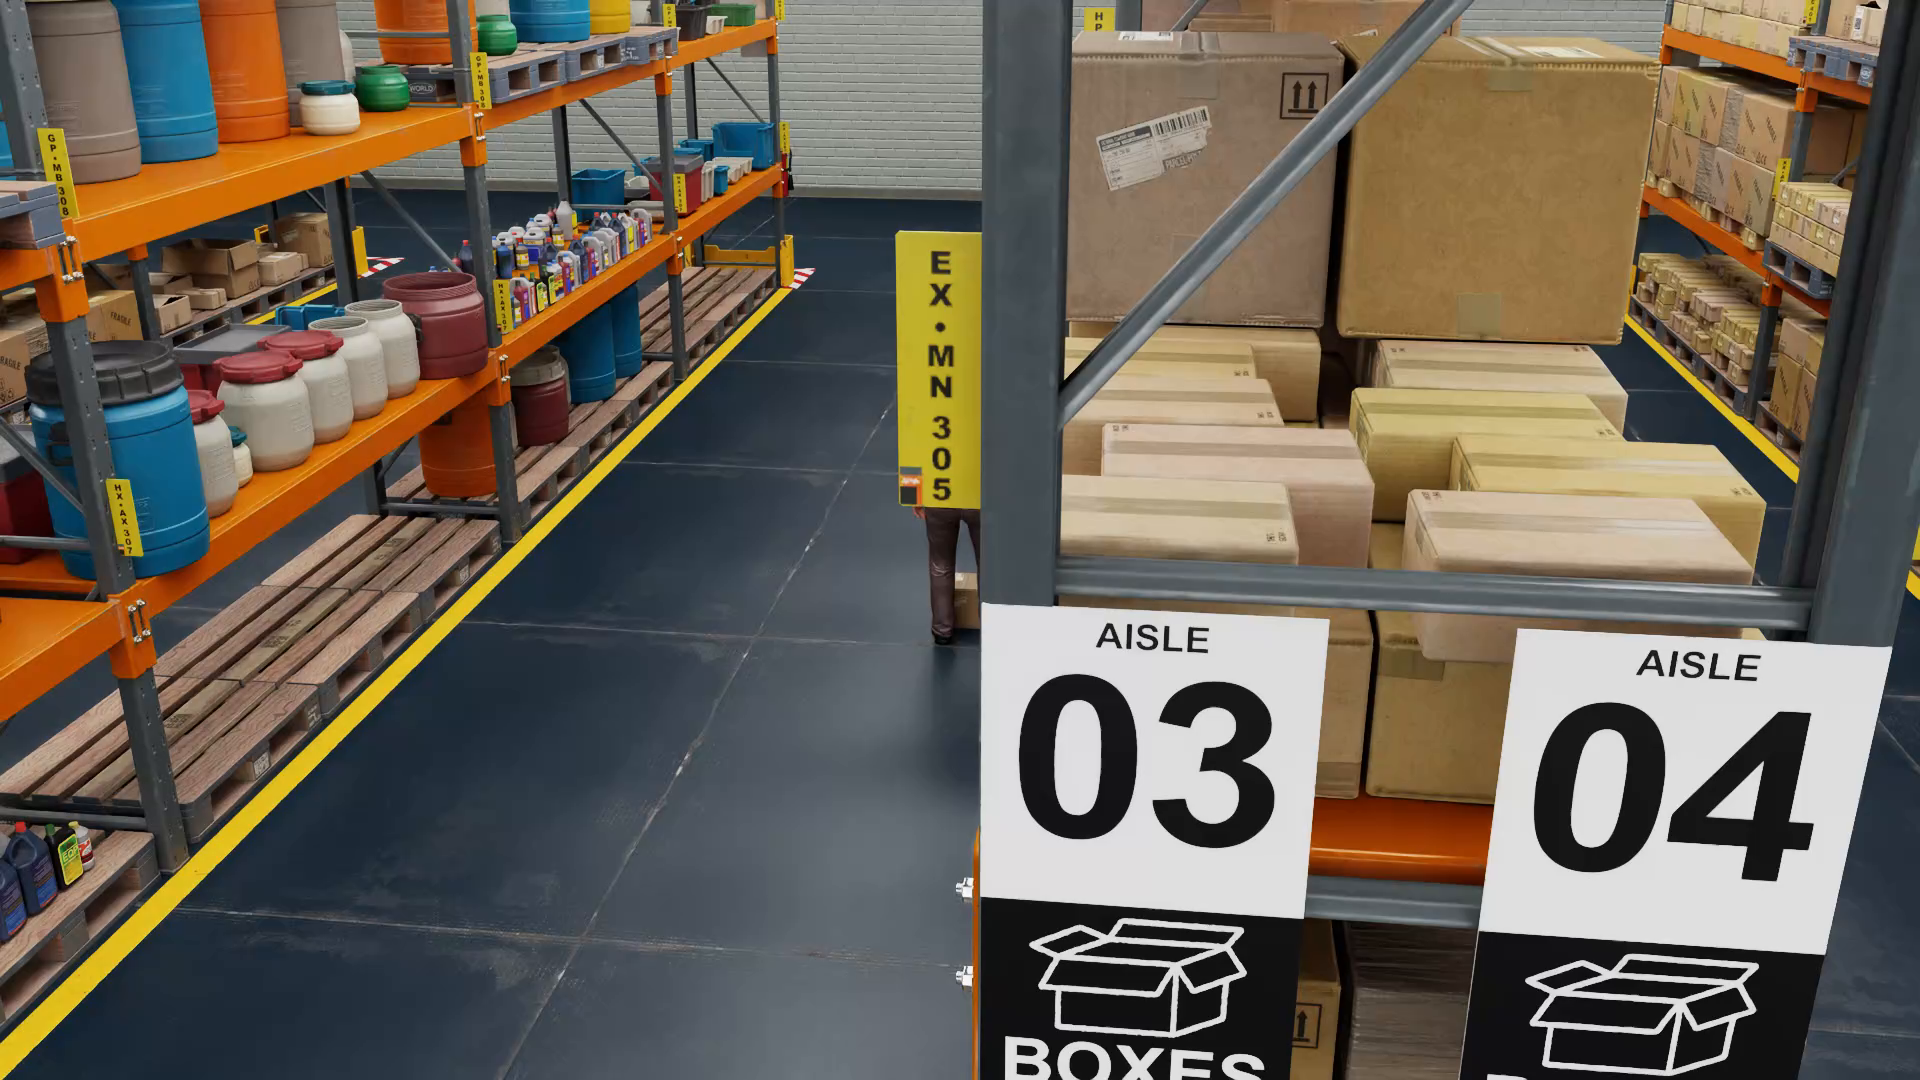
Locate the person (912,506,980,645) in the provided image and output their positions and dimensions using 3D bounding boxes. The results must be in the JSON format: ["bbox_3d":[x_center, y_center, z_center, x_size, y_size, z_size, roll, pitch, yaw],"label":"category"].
[{"bbox_3d":[0.010,-0.230,9.217,0.589,1.720,0.427,1,21,3],"label":"person"}]
